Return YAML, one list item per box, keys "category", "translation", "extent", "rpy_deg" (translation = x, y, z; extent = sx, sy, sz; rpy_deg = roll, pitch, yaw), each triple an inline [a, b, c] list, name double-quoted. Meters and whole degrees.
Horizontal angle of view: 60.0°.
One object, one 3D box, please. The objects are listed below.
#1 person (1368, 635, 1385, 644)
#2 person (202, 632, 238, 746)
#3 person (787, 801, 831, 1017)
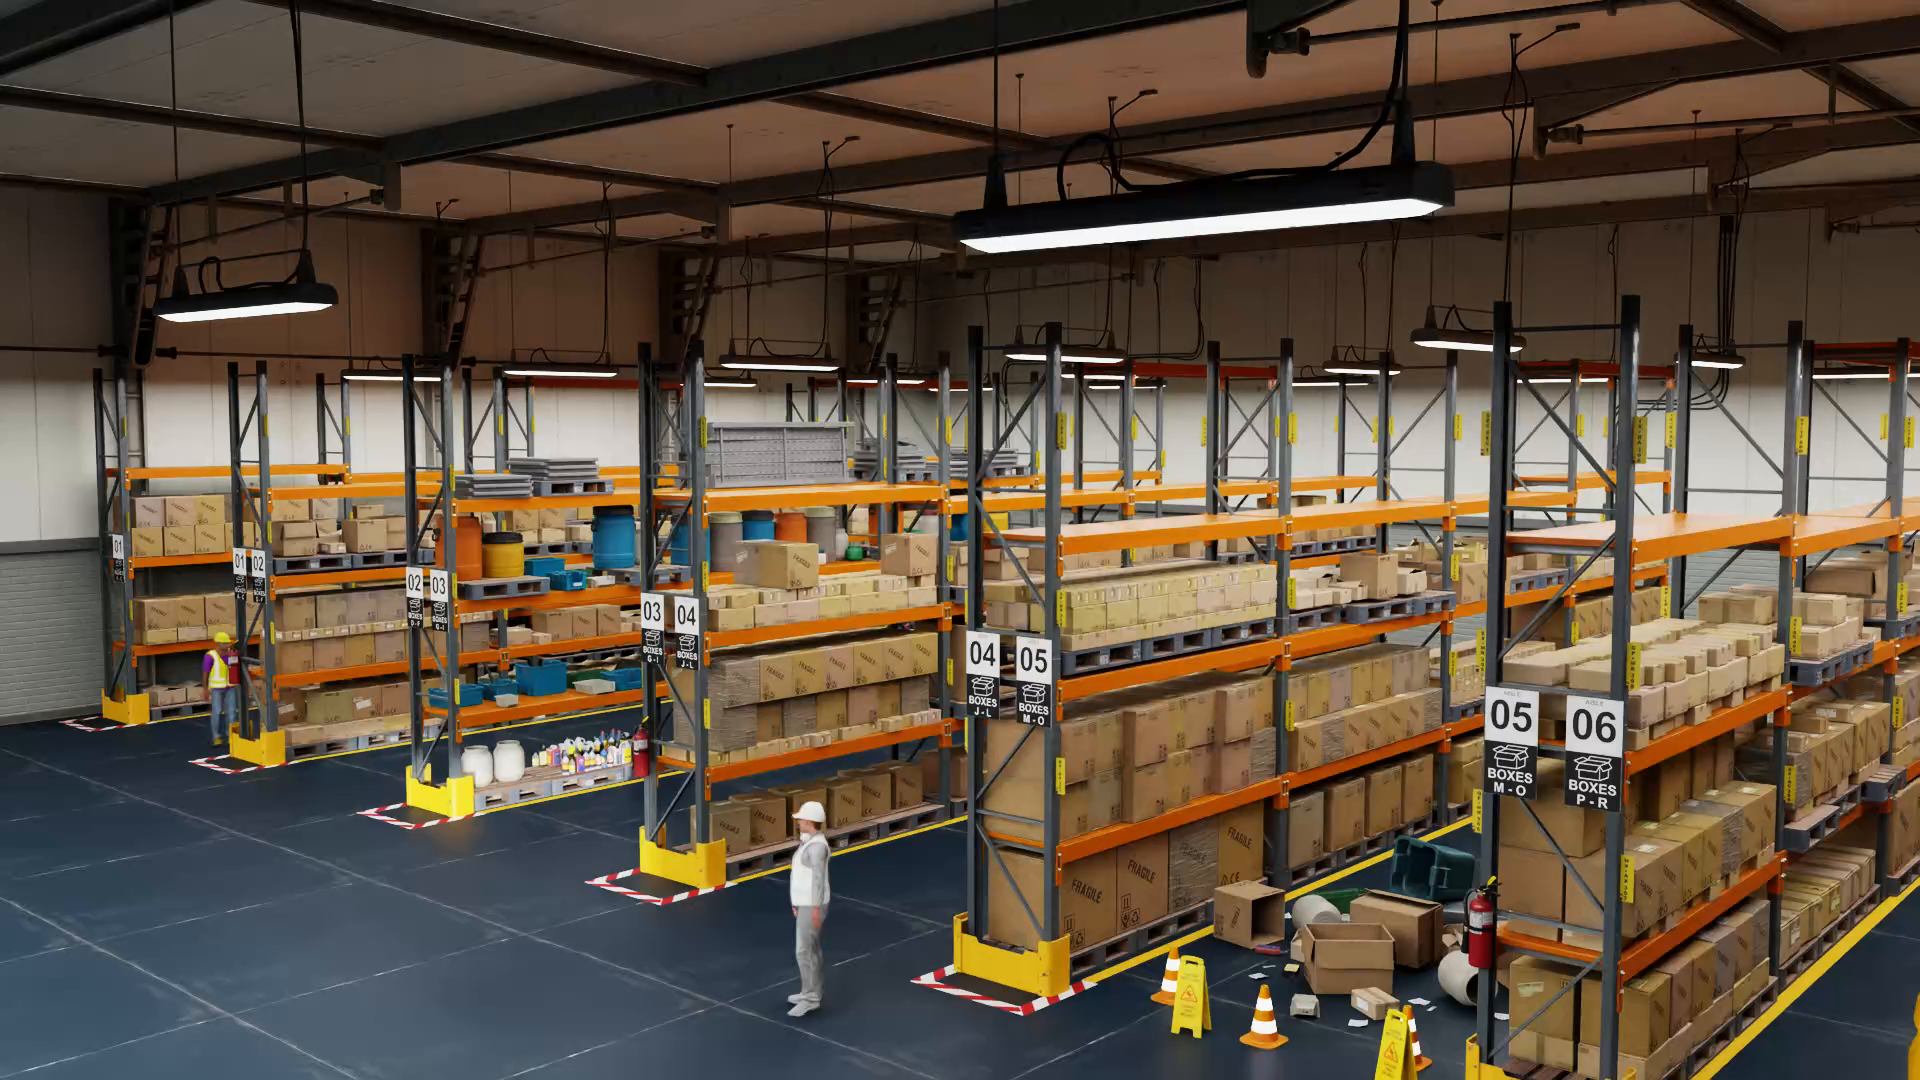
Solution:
- category: "person"
  translation: [6.909, 2.305, 27.740]
  extent: [0.928, 1.639, 0.555]
  rpy_deg: [-4, 6, -44]
- category: "person"
  translation: [-11.654, 2.345, 26.308]
  extent: [0.601, 1.782, 0.396]
  rpy_deg: [-4, 6, -45]
- category: "person"
  translation: [-1.332, 3.213, 14.618]
  extent: [0.388, 1.811, 0.607]
  rpy_deg: [0, 4, -6]
